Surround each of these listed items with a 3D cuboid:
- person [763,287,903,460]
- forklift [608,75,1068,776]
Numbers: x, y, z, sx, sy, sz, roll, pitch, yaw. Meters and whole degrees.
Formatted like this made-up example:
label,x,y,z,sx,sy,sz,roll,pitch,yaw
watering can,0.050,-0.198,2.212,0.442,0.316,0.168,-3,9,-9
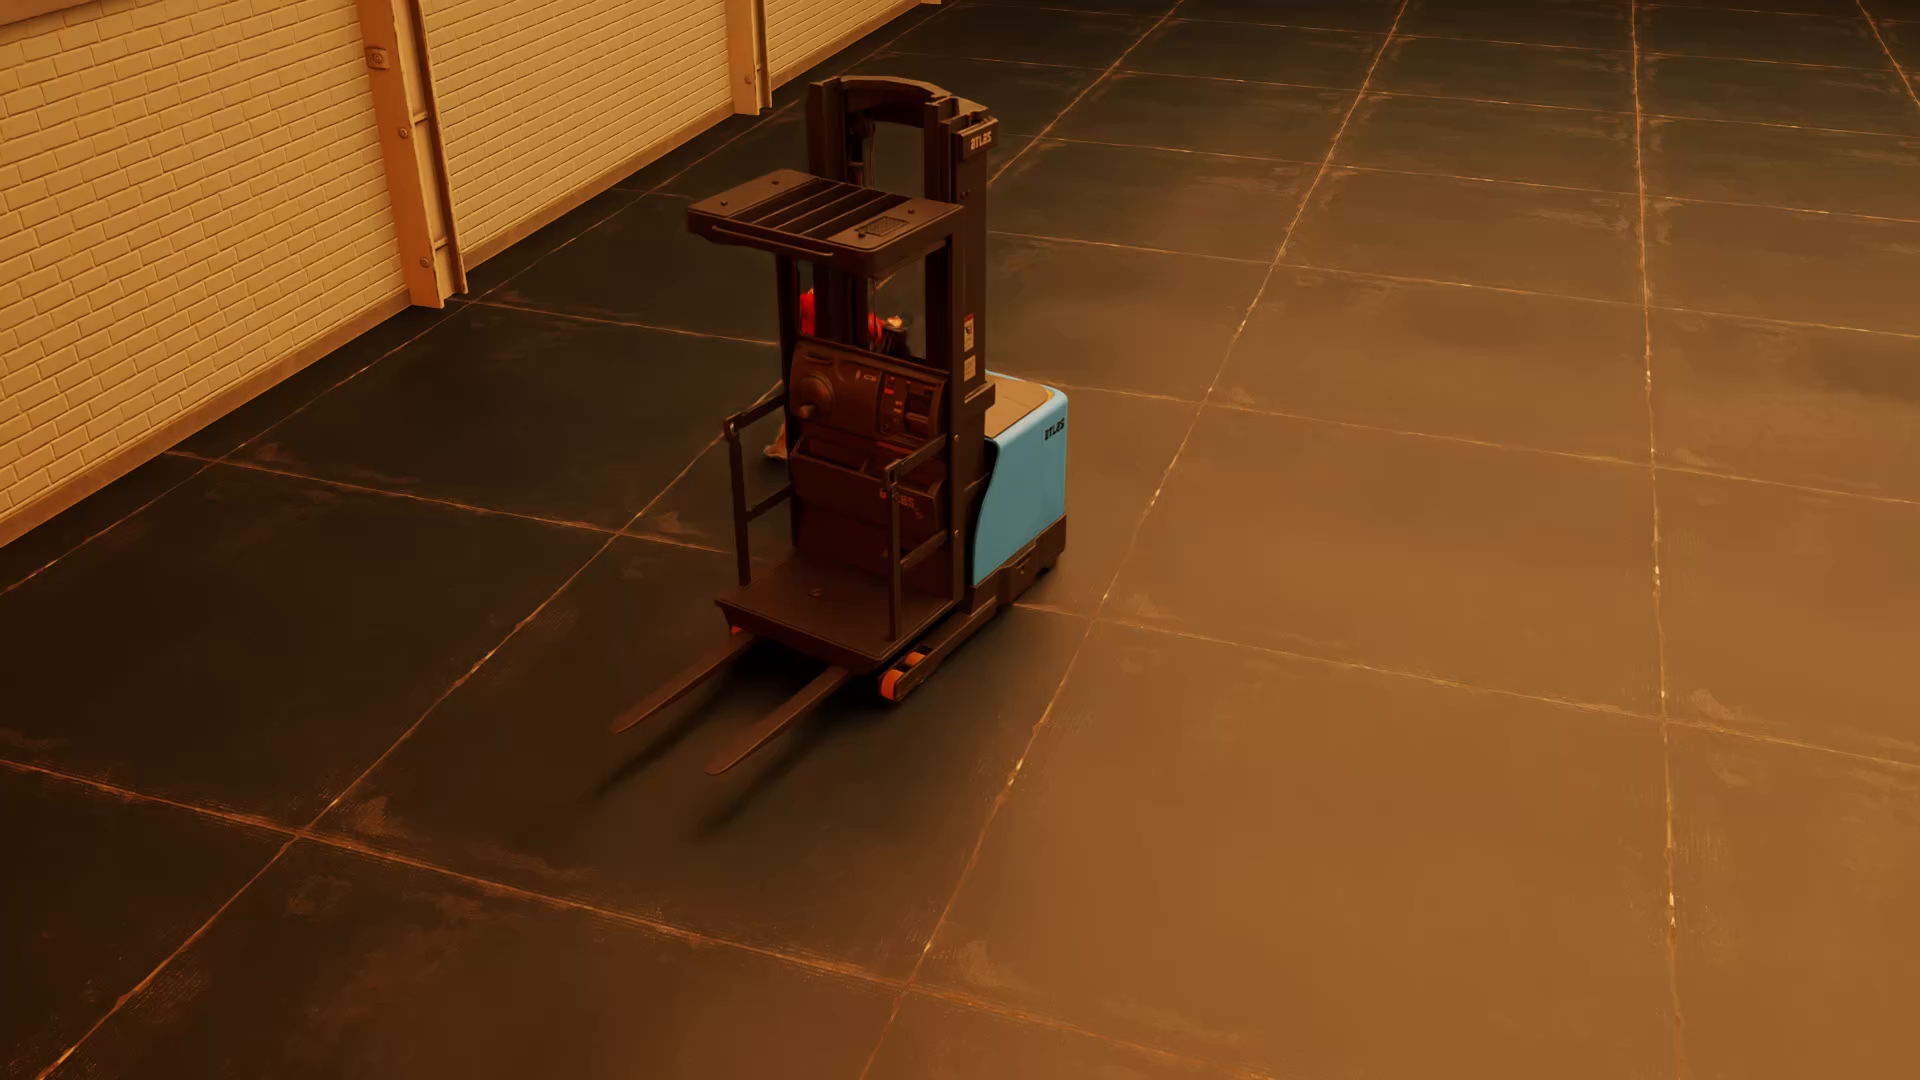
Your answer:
label,x,y,z,sx,sy,sz,roll,pitch,yaw
person,-0.706,-1.094,10.506,1.214,1.488,0.672,18,34,28
forklift,-0.598,-0.702,8.368,1.130,2.935,3.031,18,34,28
